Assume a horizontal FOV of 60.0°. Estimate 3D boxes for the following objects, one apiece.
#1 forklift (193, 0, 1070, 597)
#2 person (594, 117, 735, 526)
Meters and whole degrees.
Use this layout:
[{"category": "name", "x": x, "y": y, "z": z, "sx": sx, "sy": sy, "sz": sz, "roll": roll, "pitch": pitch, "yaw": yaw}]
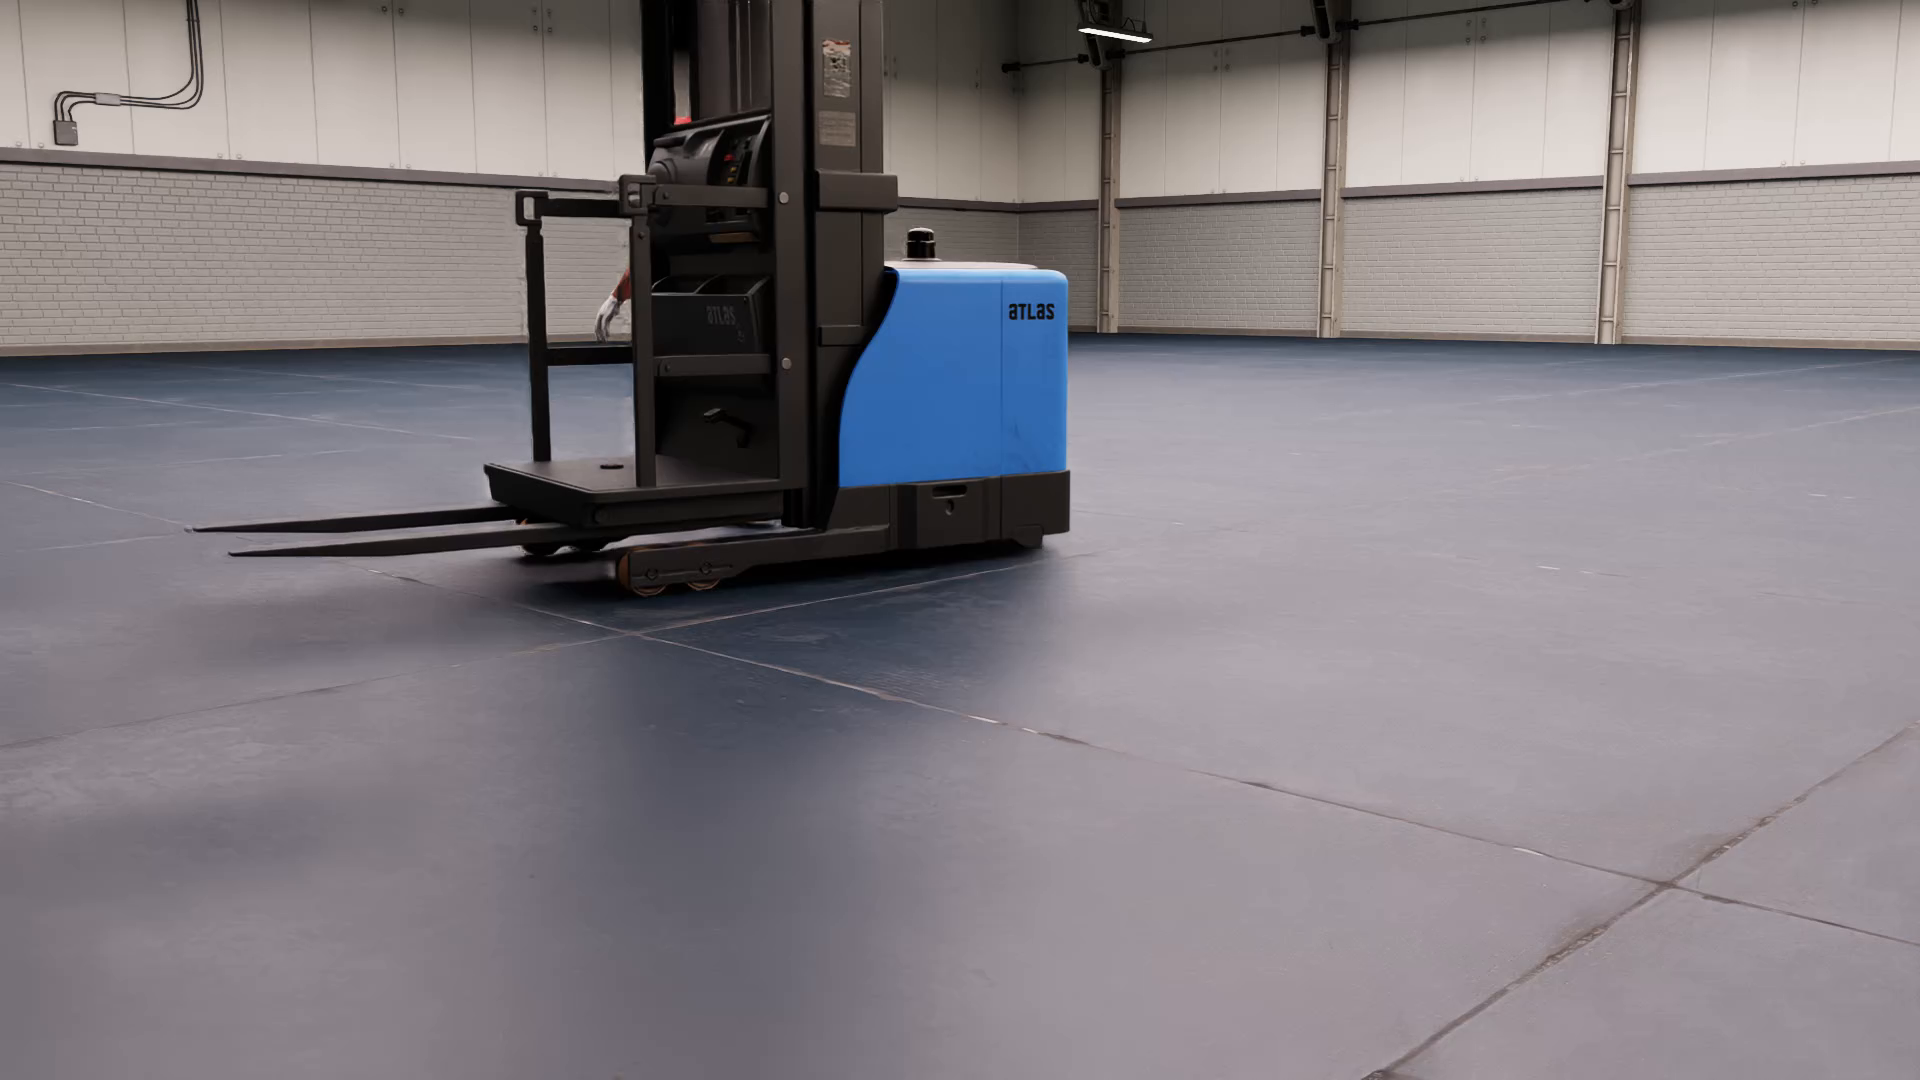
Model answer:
[{"category": "forklift", "x": -1.083, "y": -1.352, "z": 5.850, "sx": 3.031, "sy": 2.935, "sz": 1.130, "roll": -6, "pitch": 10, "yaw": -33}, {"category": "person", "x": -1.207, "y": -0.946, "z": 7.285, "sx": 0.902, "sy": 1.743, "sz": 0.712, "roll": 2, "pitch": 9, "yaw": 14}]
